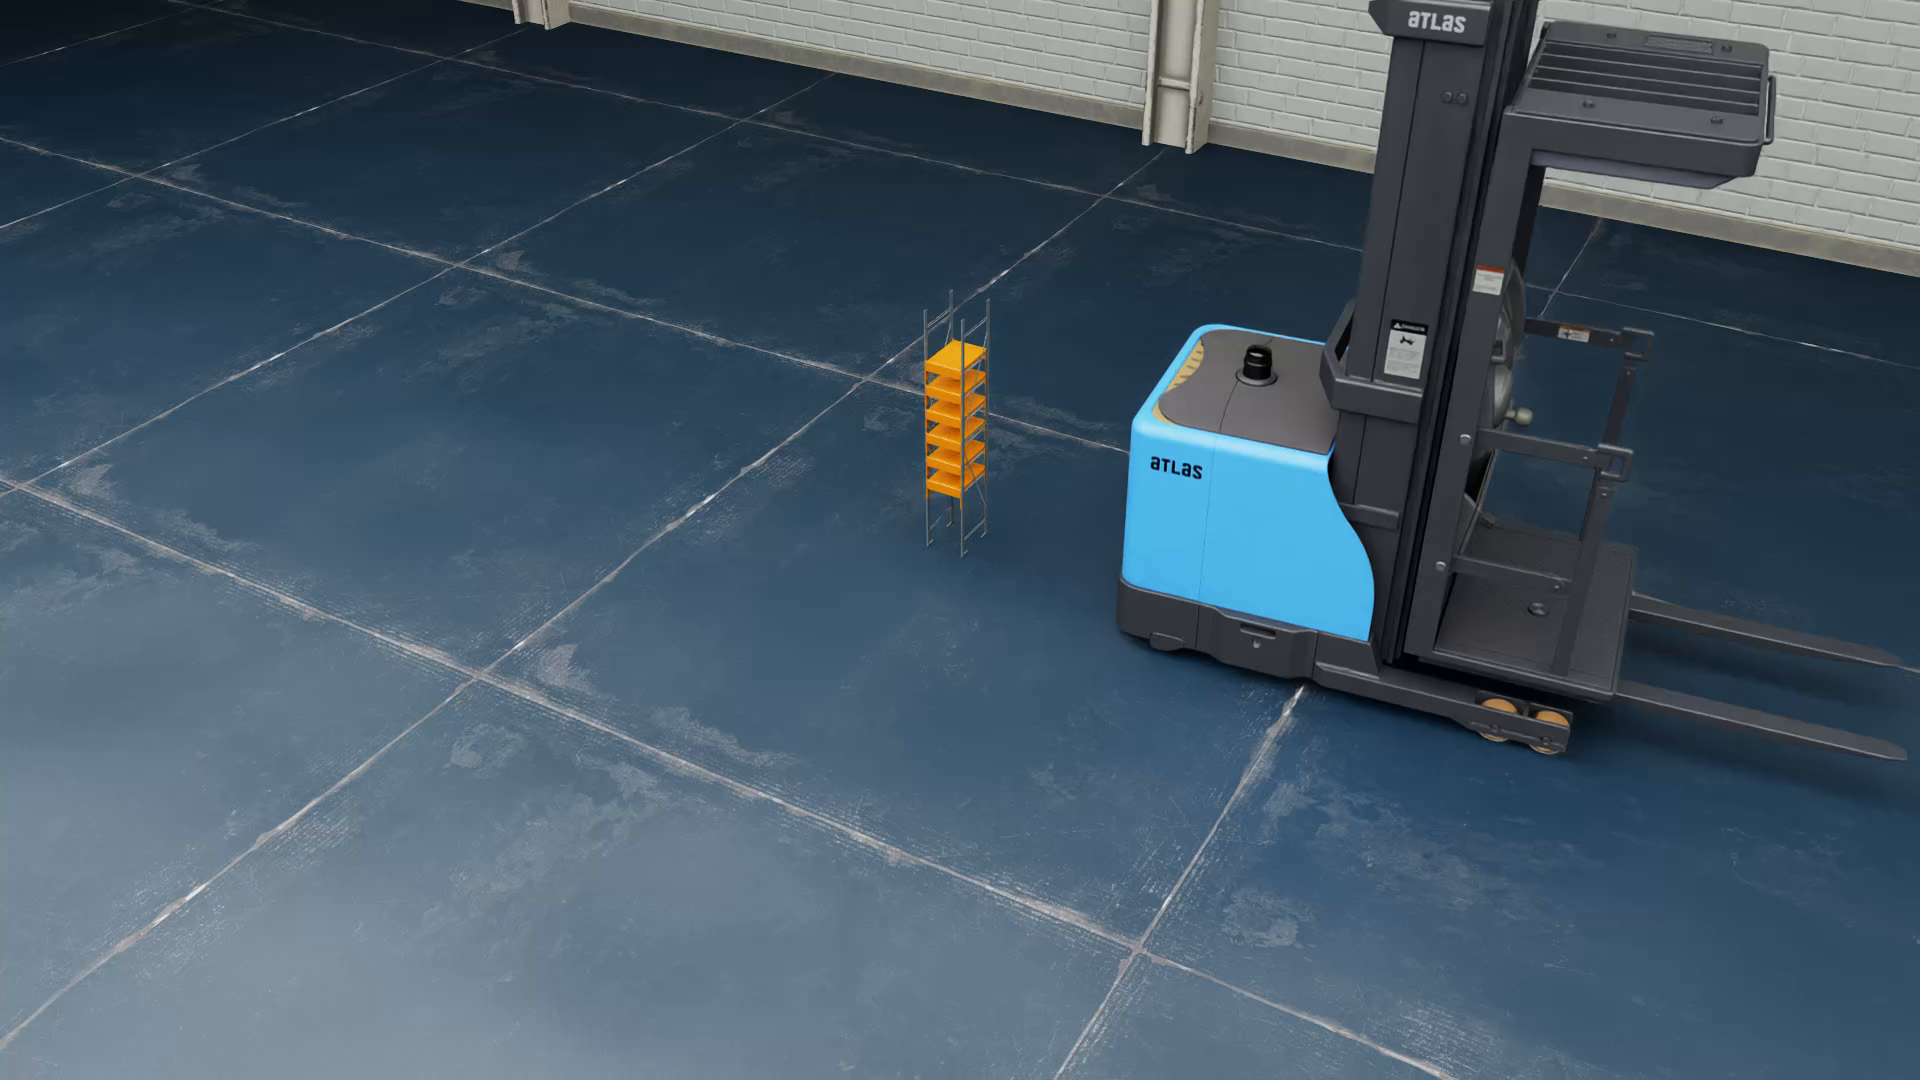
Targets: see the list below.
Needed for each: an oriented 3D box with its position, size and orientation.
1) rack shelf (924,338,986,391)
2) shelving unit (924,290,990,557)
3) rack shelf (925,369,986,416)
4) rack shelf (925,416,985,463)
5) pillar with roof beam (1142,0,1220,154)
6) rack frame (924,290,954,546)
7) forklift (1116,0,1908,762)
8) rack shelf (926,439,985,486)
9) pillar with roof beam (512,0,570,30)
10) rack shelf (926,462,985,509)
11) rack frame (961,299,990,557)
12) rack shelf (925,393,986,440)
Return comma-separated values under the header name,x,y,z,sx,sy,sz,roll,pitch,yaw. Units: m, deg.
name,x,y,z,sx,sy,sz,roll,pitch,yaw
rack shelf,-0.013,-0.766,7.249,0.180,0.103,0.258,18,37,24
shelving unit,-0.013,-0.503,7.423,0.189,1.200,0.258,18,37,24
rack shelf,-0.013,-0.666,7.315,0.180,0.103,0.258,18,37,24
rack shelf,-0.013,-0.466,7.448,0.180,0.103,0.258,18,37,24
pillar with roof beam,-0.572,-4.564,6.485,0.400,9.000,9.100,18,37,24
rack frame,-0.092,-0.529,7.461,0.006,1.200,0.240,18,37,24
forklift,2.230,-0.720,6.187,3.031,2.935,1.130,13,36,19
rack shelf,-0.013,-0.367,7.515,0.180,0.103,0.258,18,37,24
pillar with roof beam,-5.782,-6.214,8.963,0.400,9.000,9.100,18,37,24
rack shelf,-0.013,-0.267,7.581,0.180,0.103,0.258,18,37,24
rack frame,0.067,-0.478,7.386,0.006,1.200,0.240,18,37,24
rack shelf,-0.013,-0.566,7.382,0.180,0.103,0.258,18,37,24
